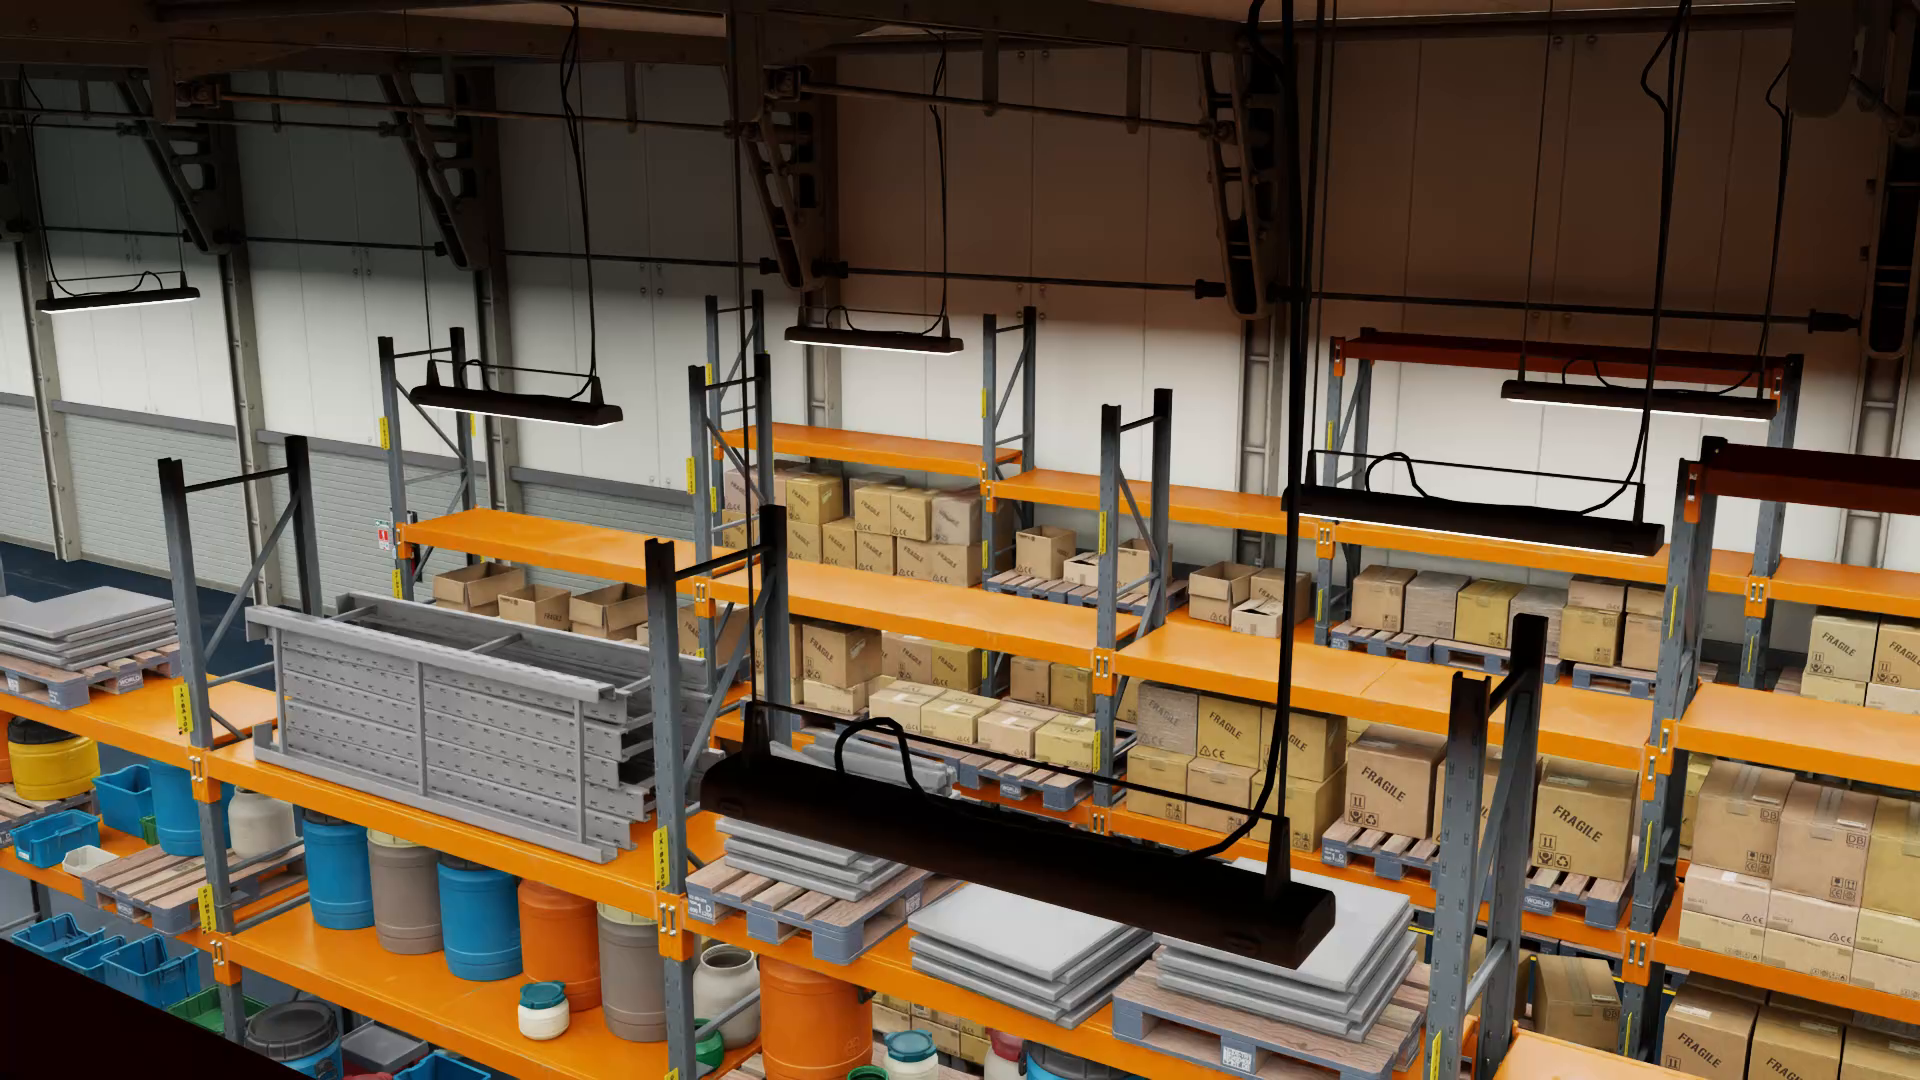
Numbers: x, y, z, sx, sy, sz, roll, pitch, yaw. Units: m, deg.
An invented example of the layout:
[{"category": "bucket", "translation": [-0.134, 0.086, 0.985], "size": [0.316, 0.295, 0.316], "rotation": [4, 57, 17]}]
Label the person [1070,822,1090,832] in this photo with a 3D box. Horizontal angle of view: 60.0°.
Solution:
[{"category": "person", "translation": [1.238, 3.114, 17.189], "size": [1.044, 1.599, 0.461], "rotation": [6, 15, 21]}]

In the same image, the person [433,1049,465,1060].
[{"category": "person", "translation": [-4.784, 3.688, 14.676], "size": [1.031, 1.716, 0.595], "rotation": [7, 16, 27]}]
